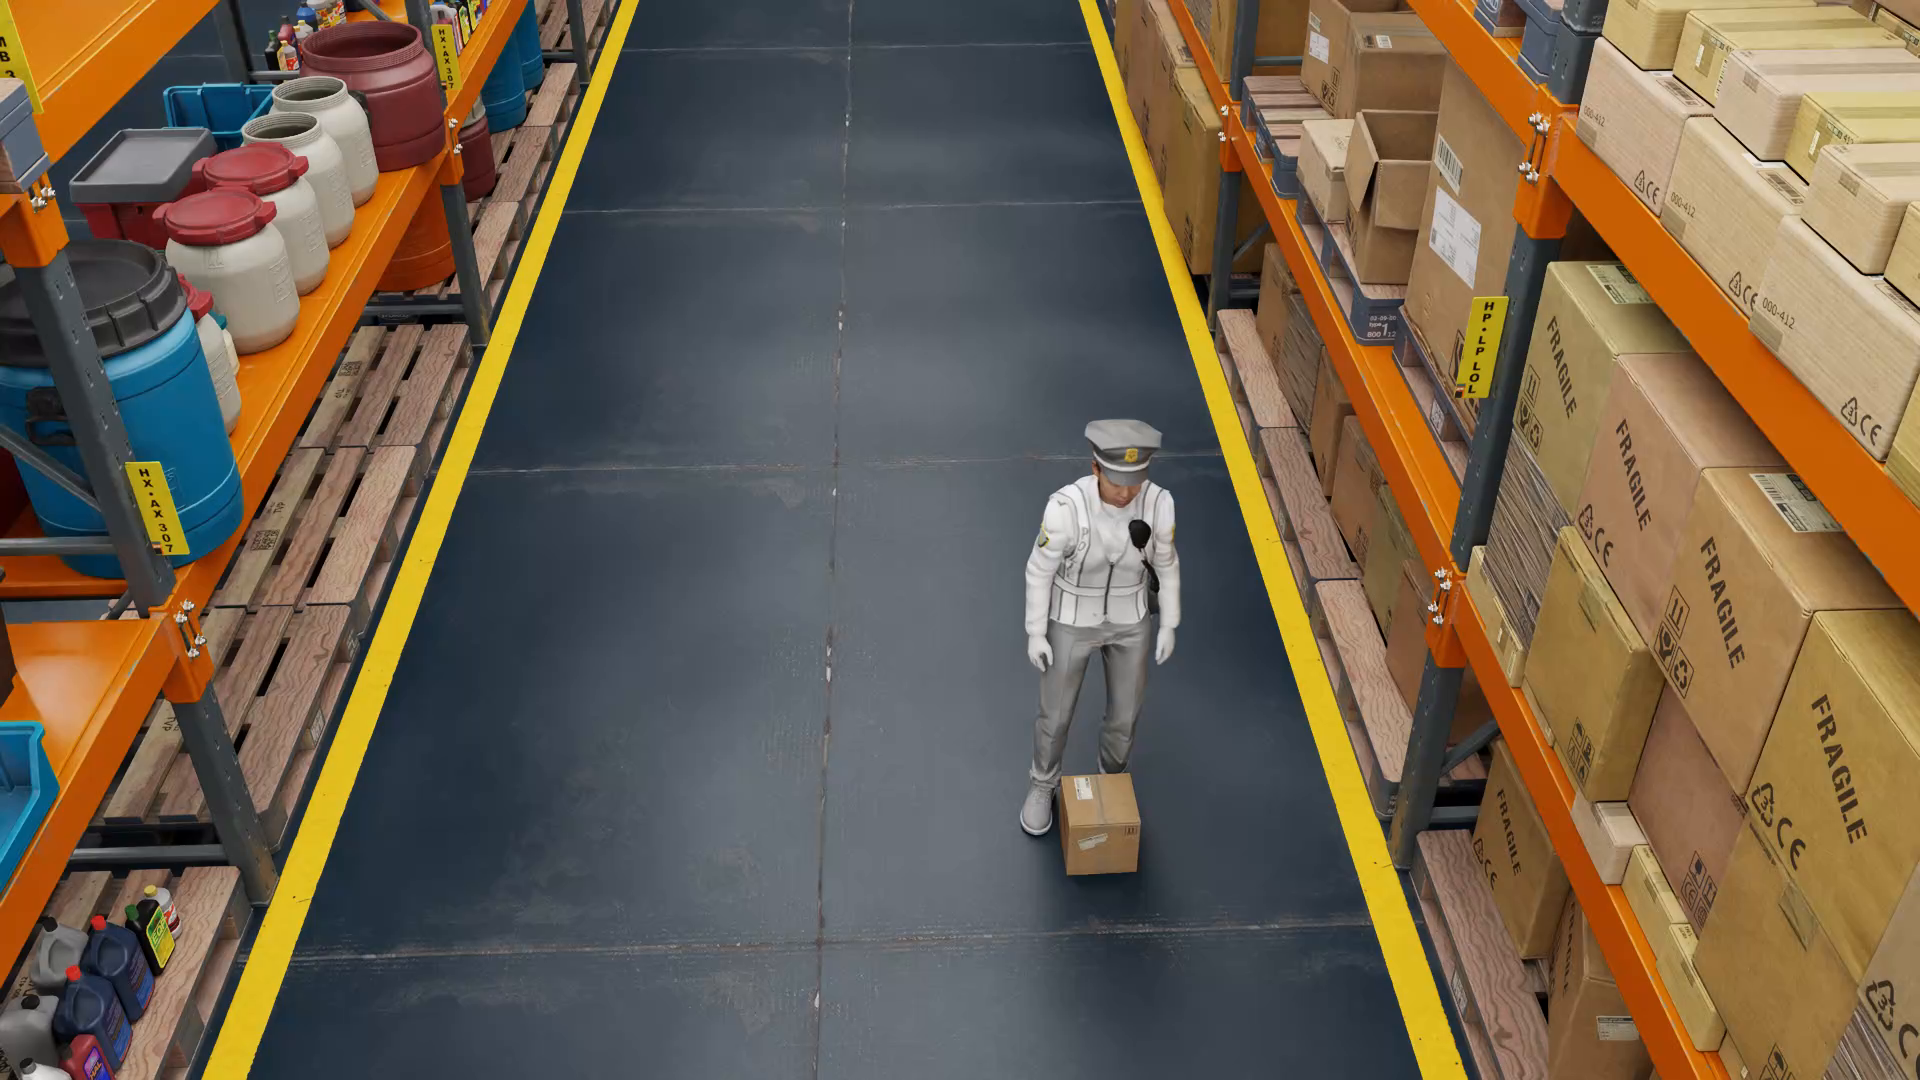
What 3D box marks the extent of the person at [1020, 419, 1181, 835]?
[{"bbox_3d":[0.485,0.298,5.721,0.546,1.667,0.369,-3,36,-4],"label":"person"}]
